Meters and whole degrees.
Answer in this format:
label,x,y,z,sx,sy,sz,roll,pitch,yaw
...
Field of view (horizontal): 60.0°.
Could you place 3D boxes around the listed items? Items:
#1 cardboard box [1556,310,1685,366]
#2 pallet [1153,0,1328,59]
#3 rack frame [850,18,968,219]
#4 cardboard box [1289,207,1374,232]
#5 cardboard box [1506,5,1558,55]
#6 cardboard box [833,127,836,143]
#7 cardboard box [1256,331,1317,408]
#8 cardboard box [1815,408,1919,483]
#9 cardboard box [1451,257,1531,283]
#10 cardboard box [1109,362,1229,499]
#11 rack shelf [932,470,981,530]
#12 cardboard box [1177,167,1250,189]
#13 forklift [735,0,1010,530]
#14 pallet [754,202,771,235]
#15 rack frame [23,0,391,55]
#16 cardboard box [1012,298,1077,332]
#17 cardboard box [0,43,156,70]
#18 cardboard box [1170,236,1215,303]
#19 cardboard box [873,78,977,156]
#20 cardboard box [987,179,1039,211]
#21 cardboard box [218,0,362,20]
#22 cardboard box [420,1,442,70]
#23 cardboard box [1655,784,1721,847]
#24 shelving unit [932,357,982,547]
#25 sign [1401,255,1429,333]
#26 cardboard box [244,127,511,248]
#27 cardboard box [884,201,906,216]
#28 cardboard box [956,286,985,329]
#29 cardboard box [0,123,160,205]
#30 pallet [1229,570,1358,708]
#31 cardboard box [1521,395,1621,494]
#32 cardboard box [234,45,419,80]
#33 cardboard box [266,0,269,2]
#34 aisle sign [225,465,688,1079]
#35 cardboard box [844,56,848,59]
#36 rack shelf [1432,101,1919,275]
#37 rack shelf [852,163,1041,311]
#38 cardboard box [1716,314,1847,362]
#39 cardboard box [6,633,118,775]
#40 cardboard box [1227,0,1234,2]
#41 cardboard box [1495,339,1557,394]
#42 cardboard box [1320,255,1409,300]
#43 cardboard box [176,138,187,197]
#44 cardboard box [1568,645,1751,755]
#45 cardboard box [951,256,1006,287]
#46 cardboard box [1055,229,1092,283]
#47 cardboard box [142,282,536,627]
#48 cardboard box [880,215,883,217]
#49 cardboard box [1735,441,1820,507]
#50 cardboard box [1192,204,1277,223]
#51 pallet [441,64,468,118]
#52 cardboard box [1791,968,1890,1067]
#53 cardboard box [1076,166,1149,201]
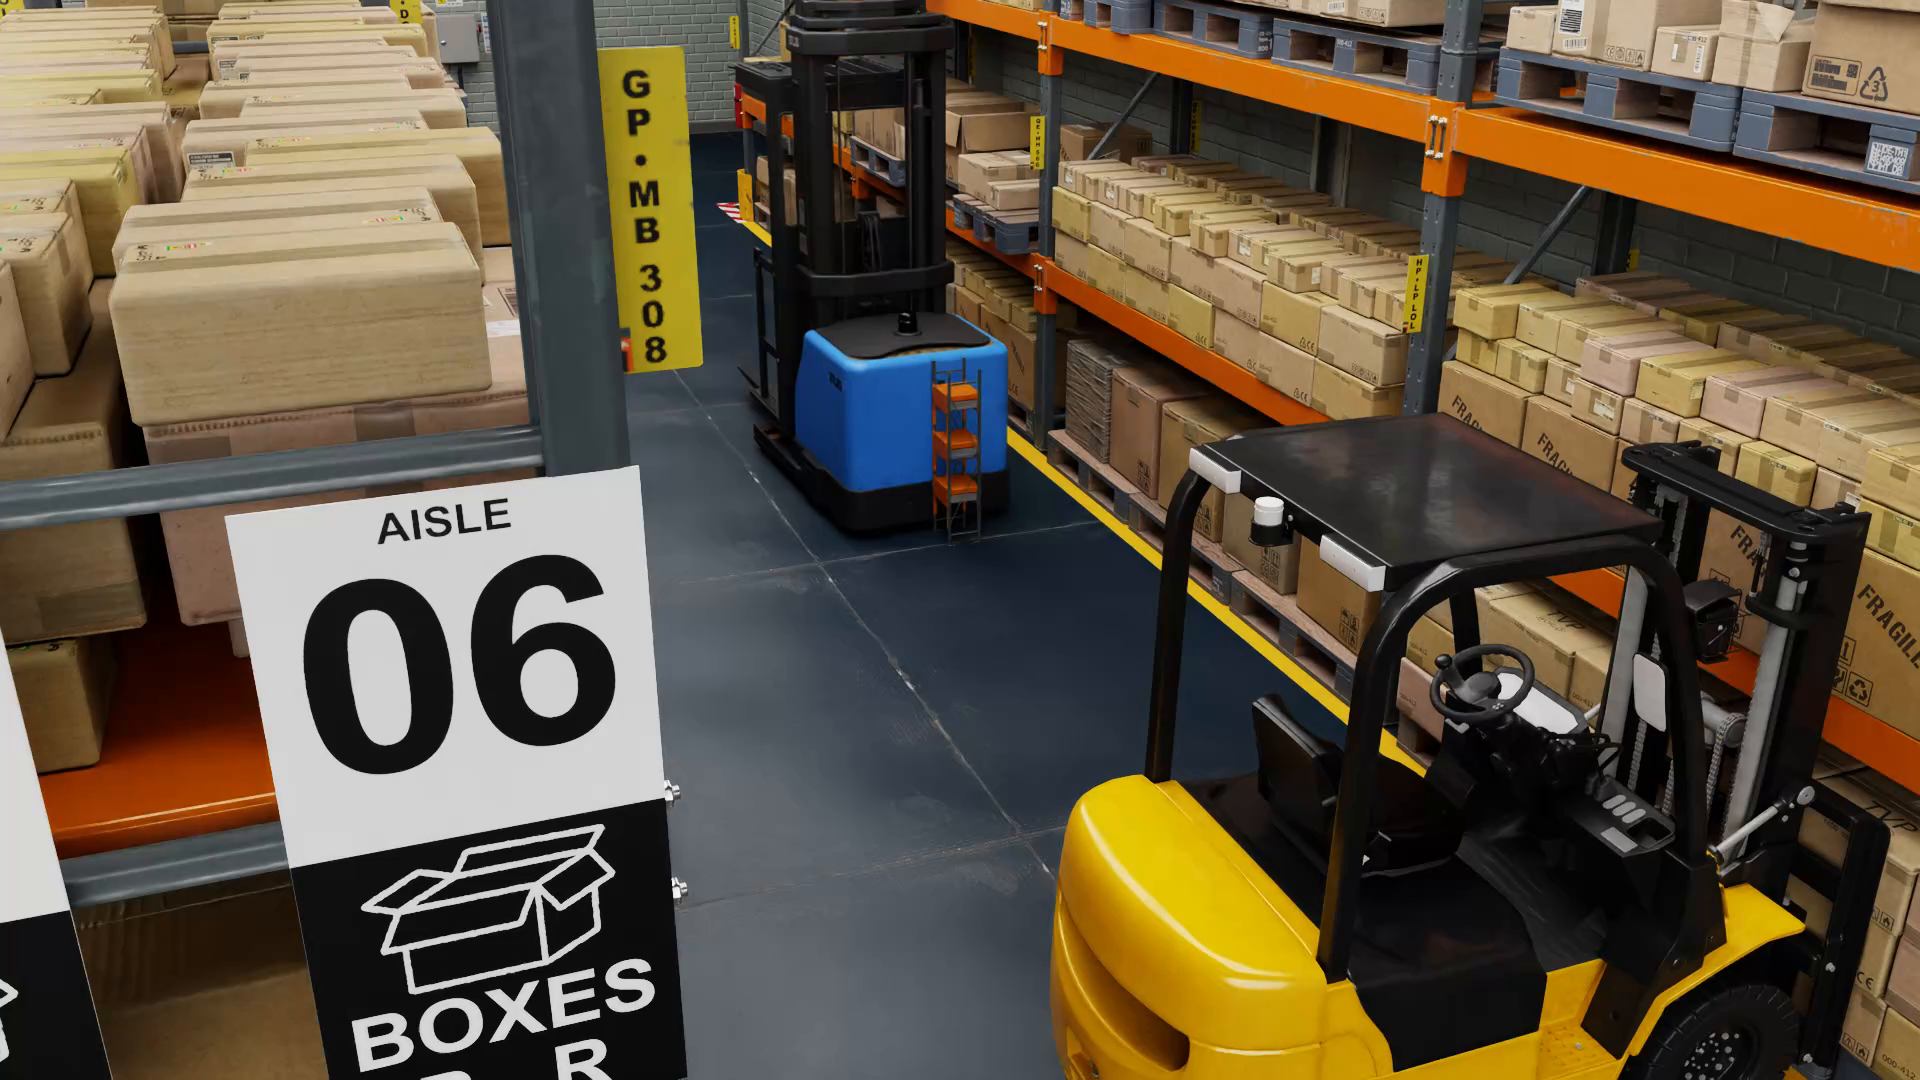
label,x,y,z,sx,sy,sz,roll,pitch,yaw
cardboard box,2.514,-0.756,6.334,0.380,0.149,0.250,-9,24,-20
pallet,1.711,-2.712,8.704,1.003,0.211,1.213,-7,24,-17
rack frame,-0.423,-3.511,14.218,1.000,3.000,0.127,-8,24,-19
cardboard box,1.985,-1.667,8.878,0.380,0.149,0.250,-8,24,-19
cardboard box,2.278,-1.905,6.201,0.380,0.149,0.250,-8,24,-18
cardboard box,-0.999,-3.659,14.893,0.380,0.149,0.250,-8,24,-18
cardboard box,1.798,-0.864,8.131,0.500,0.250,0.500,-8,24,-19
cardboard box,2.945,-0.290,5.230,0.380,0.149,0.250,-8,24,-18
cardboard box,2.434,-1.211,7.797,0.380,0.149,0.250,-9,25,-21
cardboard box,1.436,-0.692,10.046,0.875,0.625,0.625,-8,24,-17
rack shelf,-0.019,-0.237,9.704,0.215,0.259,0.240,-8,24,-19
cardboard box,1.526,-2.130,9.977,0.380,0.149,0.250,-8,24,-19
forklift,-0.740,-1.950,10.602,1.130,2.935,3.031,-9,25,-21
pallet,-1.527,-3.362,17.455,1.003,0.211,1.213,-8,24,-19
rack frame,-2.239,-2.686,4.537,1.000,3.000,0.127,-8,24,-19
cardboard box,0.579,-1.543,11.391,0.380,0.149,0.250,-10,25,-22
cardboard box,-2.027,-1.026,3.758,0.380,0.149,0.250,-9,25,-21
cardboard box,1.466,-1.467,8.918,0.500,0.250,0.500,-8,24,-18
cardboard box,-0.278,-3.356,13.180,0.700,0.500,0.500,-8,24,-18
cardboard box,0.399,-2.321,11.178,0.380,0.149,0.250,-8,24,-18
cardboard box,-1.923,-1.470,4.811,0.380,0.149,0.250,-8,24,-18
cardboard box,-2.070,-1.696,5.701,0.500,0.250,0.500,-9,24,-20
cardboard box,2.809,1.008,5.853,0.500,0.250,0.500,-8,24,-19
shelving unit,-0.019,-0.503,9.592,0.215,1.050,0.252,-8,24,-19
sign,1.899,-1.023,6.927,0.100,0.325,0.005,-8,24,-19
cardboard box,-0.914,-0.549,2.626,0.380,0.149,0.250,-8,24,-19
cardboard box,-0.408,-2.734,13.834,0.380,0.149,0.250,-10,25,-22
cardboard box,0.285,-1.596,12.353,0.500,0.500,0.500,-7,24,-17
cardboard box,-1.505,-0.563,2.658,0.380,0.149,0.250,-8,24,-19
pallet,2.106,0.419,8.485,1.003,0.211,1.213,-8,24,-19
cardboard box,2.515,-0.266,6.391,0.500,0.500,0.500,-8,24,-18
cardboard box,-1.402,-1.008,3.715,0.380,0.149,0.250,-8,24,-18
cardboard box,-3.087,-2.255,7.242,0.797,0.503,0.637,-8,24,-19
aisle sign,-0.514,0.314,1.796,0.394,0.787,0.004,-8,24,-19
cardboard box,-1.425,-4.901,17.327,0.500,0.250,0.500,-8,24,-17
rack shelf,3.110,-0.928,5.154,1.077,0.370,4.000,-8,24,-19
rack shelf,0.284,-2.453,12.633,1.077,0.370,4.000,-8,24,-19
cardboard box,3.101,-0.738,6.292,0.380,0.149,0.250,-9,24,-20
cardboard box,-1.214,0.174,1.936,0.380,0.149,0.250,-8,24,-19
cardboard box,1.458,-2.748,8.200,0.380,0.149,0.250,-9,24,-20
cardboard box,2.363,-0.703,6.593,0.380,0.149,0.250,-8,24,-18
cardboard box,1.930,-1.230,7.843,0.380,0.149,0.250,-8,24,-19
cardboard box,-1.804,-0.621,3.310,0.500,0.250,0.500,-8,24,-18
cardboard box,2.638,0.594,6.191,0.500,0.250,0.500,-7,24,-17
cardboard box,0.137,-2.028,12.543,0.380,0.149,0.250,-10,25,-22
cardboard box,0.918,-1.794,10.336,0.500,0.250,0.500,-8,24,-19
cardboard box,-0.754,-0.138,2.163,0.500,0.250,0.500,-9,24,-20
cardboard box,-0.545,-2.685,14.100,0.380,0.149,0.250,-7,24,-16
cardboard box,2.797,-0.233,5.476,0.380,0.149,0.250,-9,24,-20
cardboard box,1.475,-1.697,8.951,0.380,0.149,0.250,-8,24,-19
pallet,-2.358,-1.456,5.723,1.213,0.211,1.003,-8,24,-19
cardboard box,3.020,1.430,5.493,0.500,0.250,0.500,-8,24,-18
cardboard box,0.923,-2.149,10.024,0.380,0.149,0.250,-8,24,-18
